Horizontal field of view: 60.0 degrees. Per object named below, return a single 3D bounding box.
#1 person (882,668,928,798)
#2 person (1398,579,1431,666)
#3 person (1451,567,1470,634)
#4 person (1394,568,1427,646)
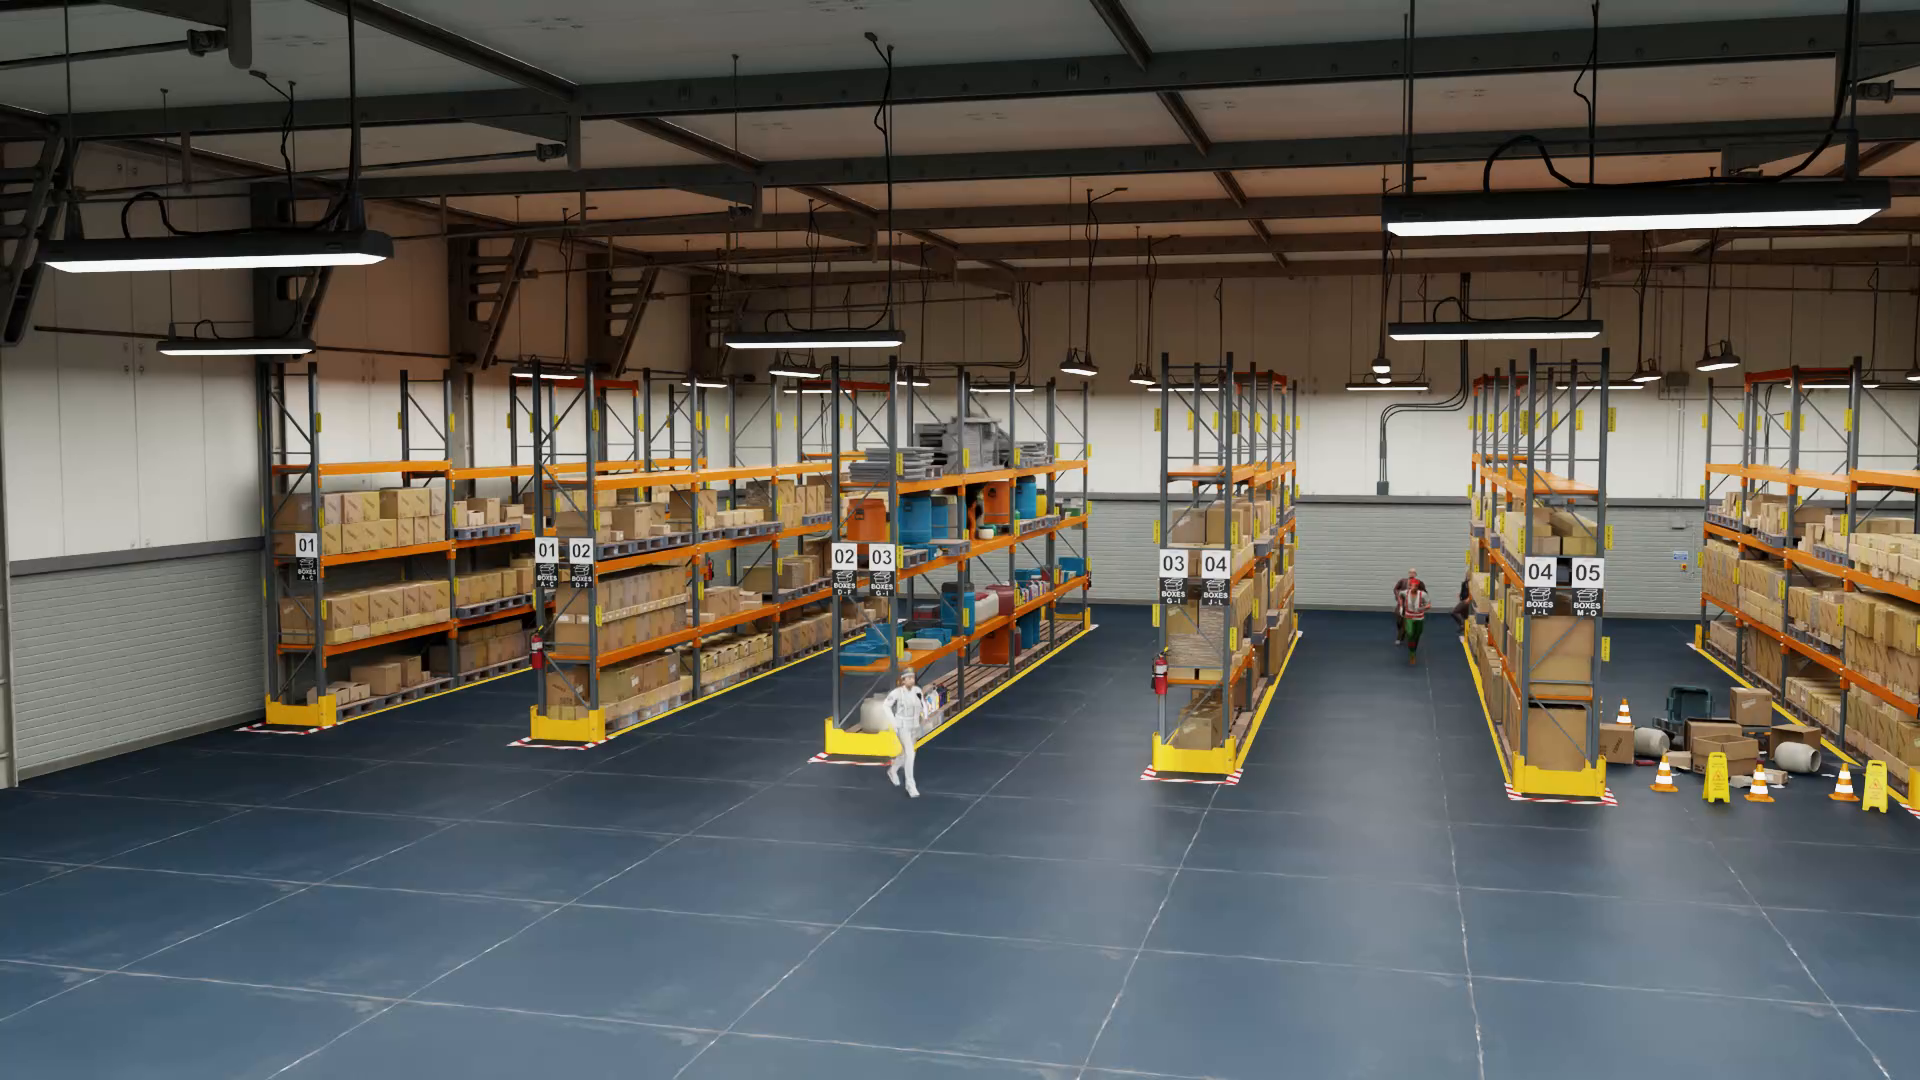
[{"bbox_3d":[-0.726,2.569,22.543,0.611,1.727,0.781,-3,5,-40],"label":"person"},{"bbox_3d":[9.511,1.681,34.809,0.657,1.791,1.073,1,4,12],"label":"person"},{"bbox_3d":[11.991,1.432,39.389,0.665,1.654,0.773,2,4,25],"label":"person"},{"bbox_3d":[10.184,1.499,37.630,0.747,1.743,0.728,2,4,24],"label":"person"}]
